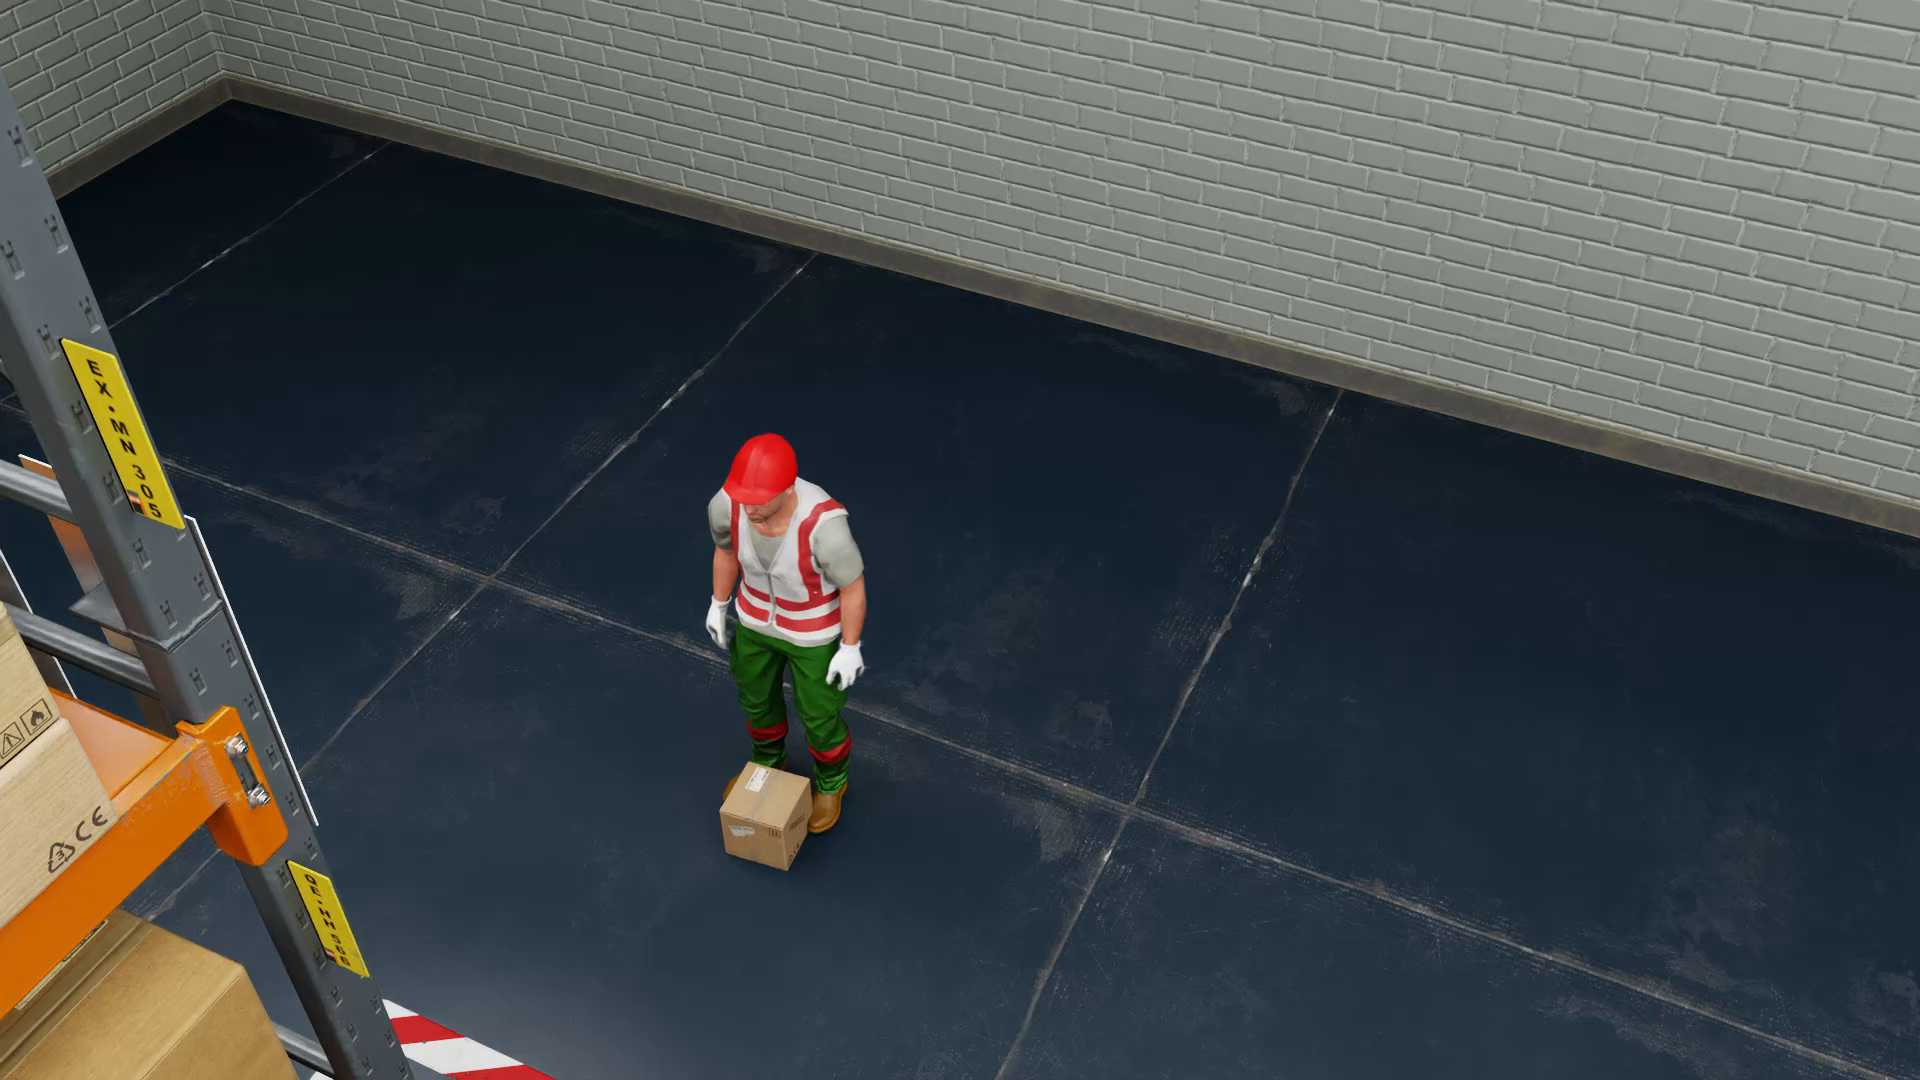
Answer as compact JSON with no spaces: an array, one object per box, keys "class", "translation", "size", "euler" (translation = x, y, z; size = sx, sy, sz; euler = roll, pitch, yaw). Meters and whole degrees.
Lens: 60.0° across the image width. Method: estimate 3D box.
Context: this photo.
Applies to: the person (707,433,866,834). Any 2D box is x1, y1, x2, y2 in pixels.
[{"class":"person","translation":[-0.609,0.316,5.793],"size":[0.608,1.779,0.453],"euler":[17,44,18]}]
